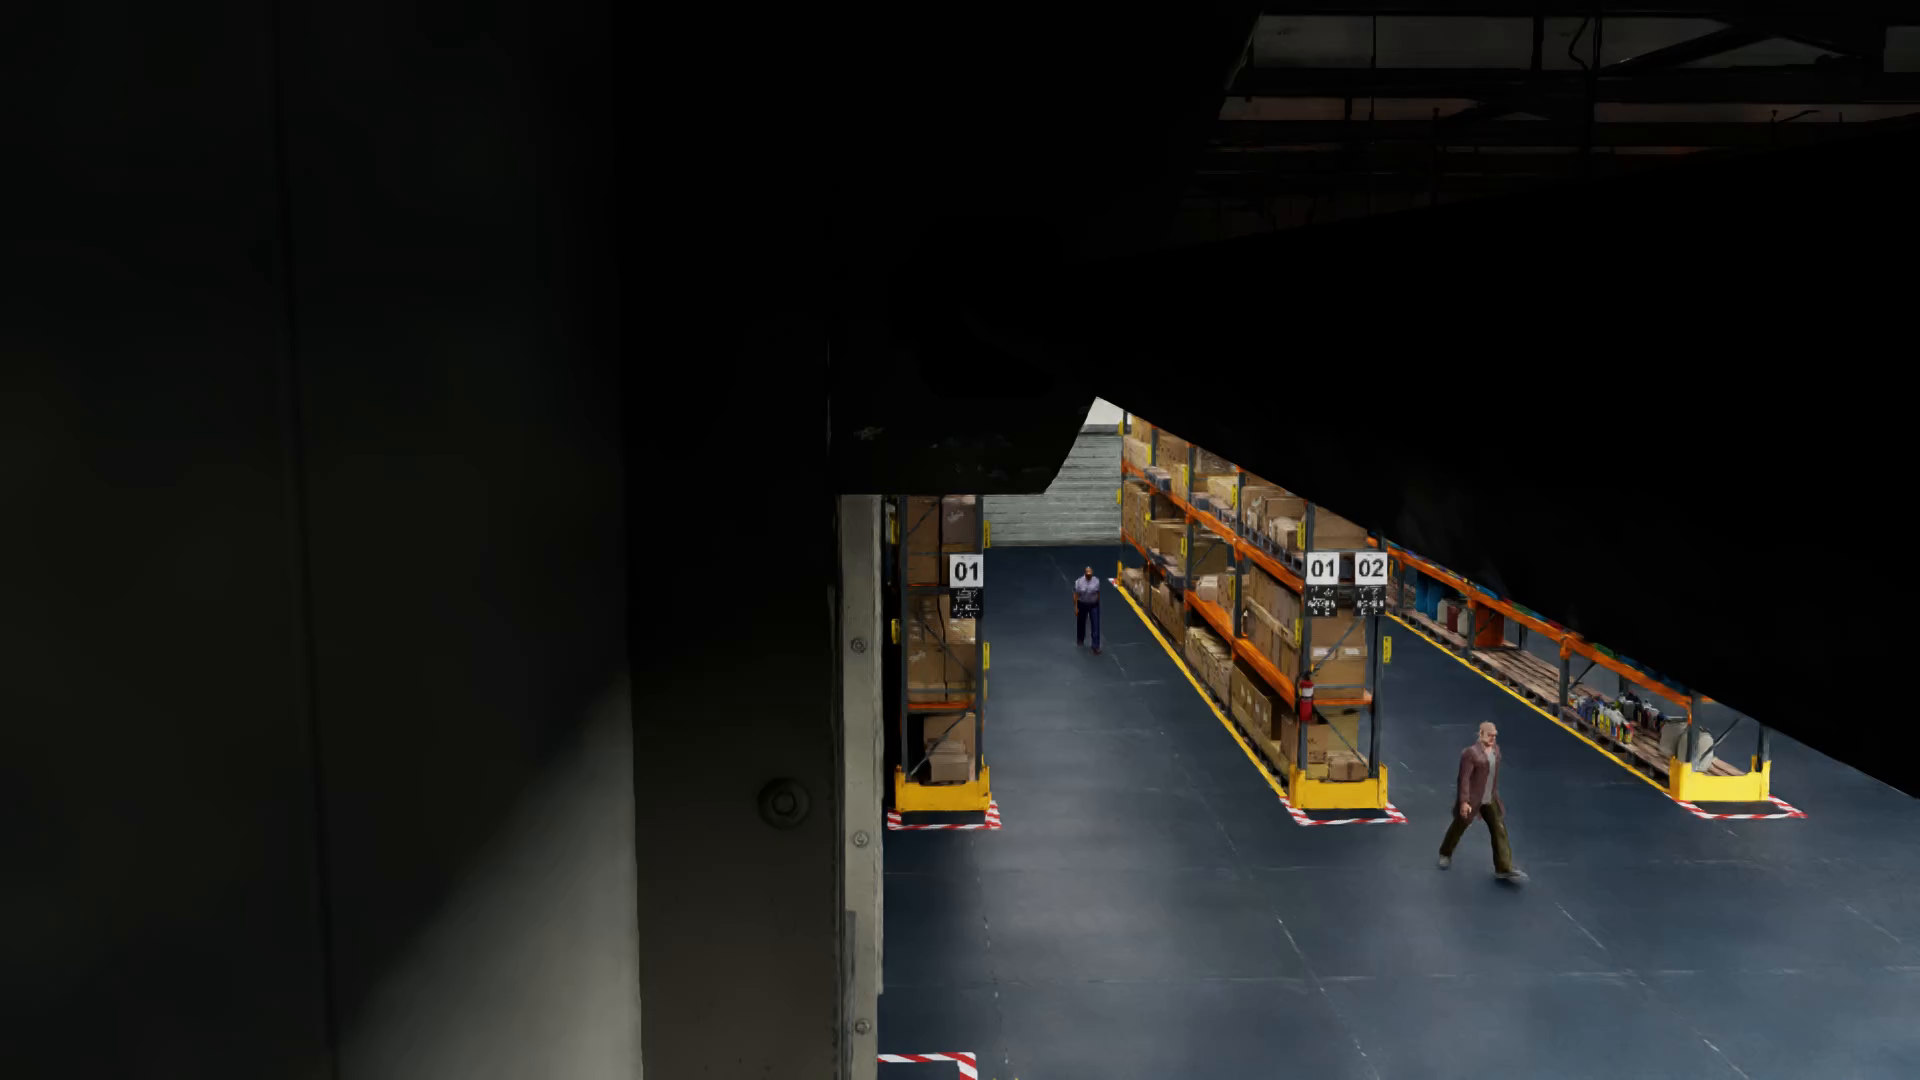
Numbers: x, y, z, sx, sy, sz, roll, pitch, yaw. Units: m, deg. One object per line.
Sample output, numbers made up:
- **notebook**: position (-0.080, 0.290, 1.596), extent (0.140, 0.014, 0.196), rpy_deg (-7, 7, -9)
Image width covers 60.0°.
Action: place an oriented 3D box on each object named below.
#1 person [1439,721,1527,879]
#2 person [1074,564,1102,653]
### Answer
- **person**: position (5.692, 2.816, 18.161), extent (0.631, 1.736, 1.027), rpy_deg (-4, 9, -25)
- **person**: position (2.262, 1.188, 29.601), extent (0.479, 1.567, 1.090), rpy_deg (0, 8, 0)
